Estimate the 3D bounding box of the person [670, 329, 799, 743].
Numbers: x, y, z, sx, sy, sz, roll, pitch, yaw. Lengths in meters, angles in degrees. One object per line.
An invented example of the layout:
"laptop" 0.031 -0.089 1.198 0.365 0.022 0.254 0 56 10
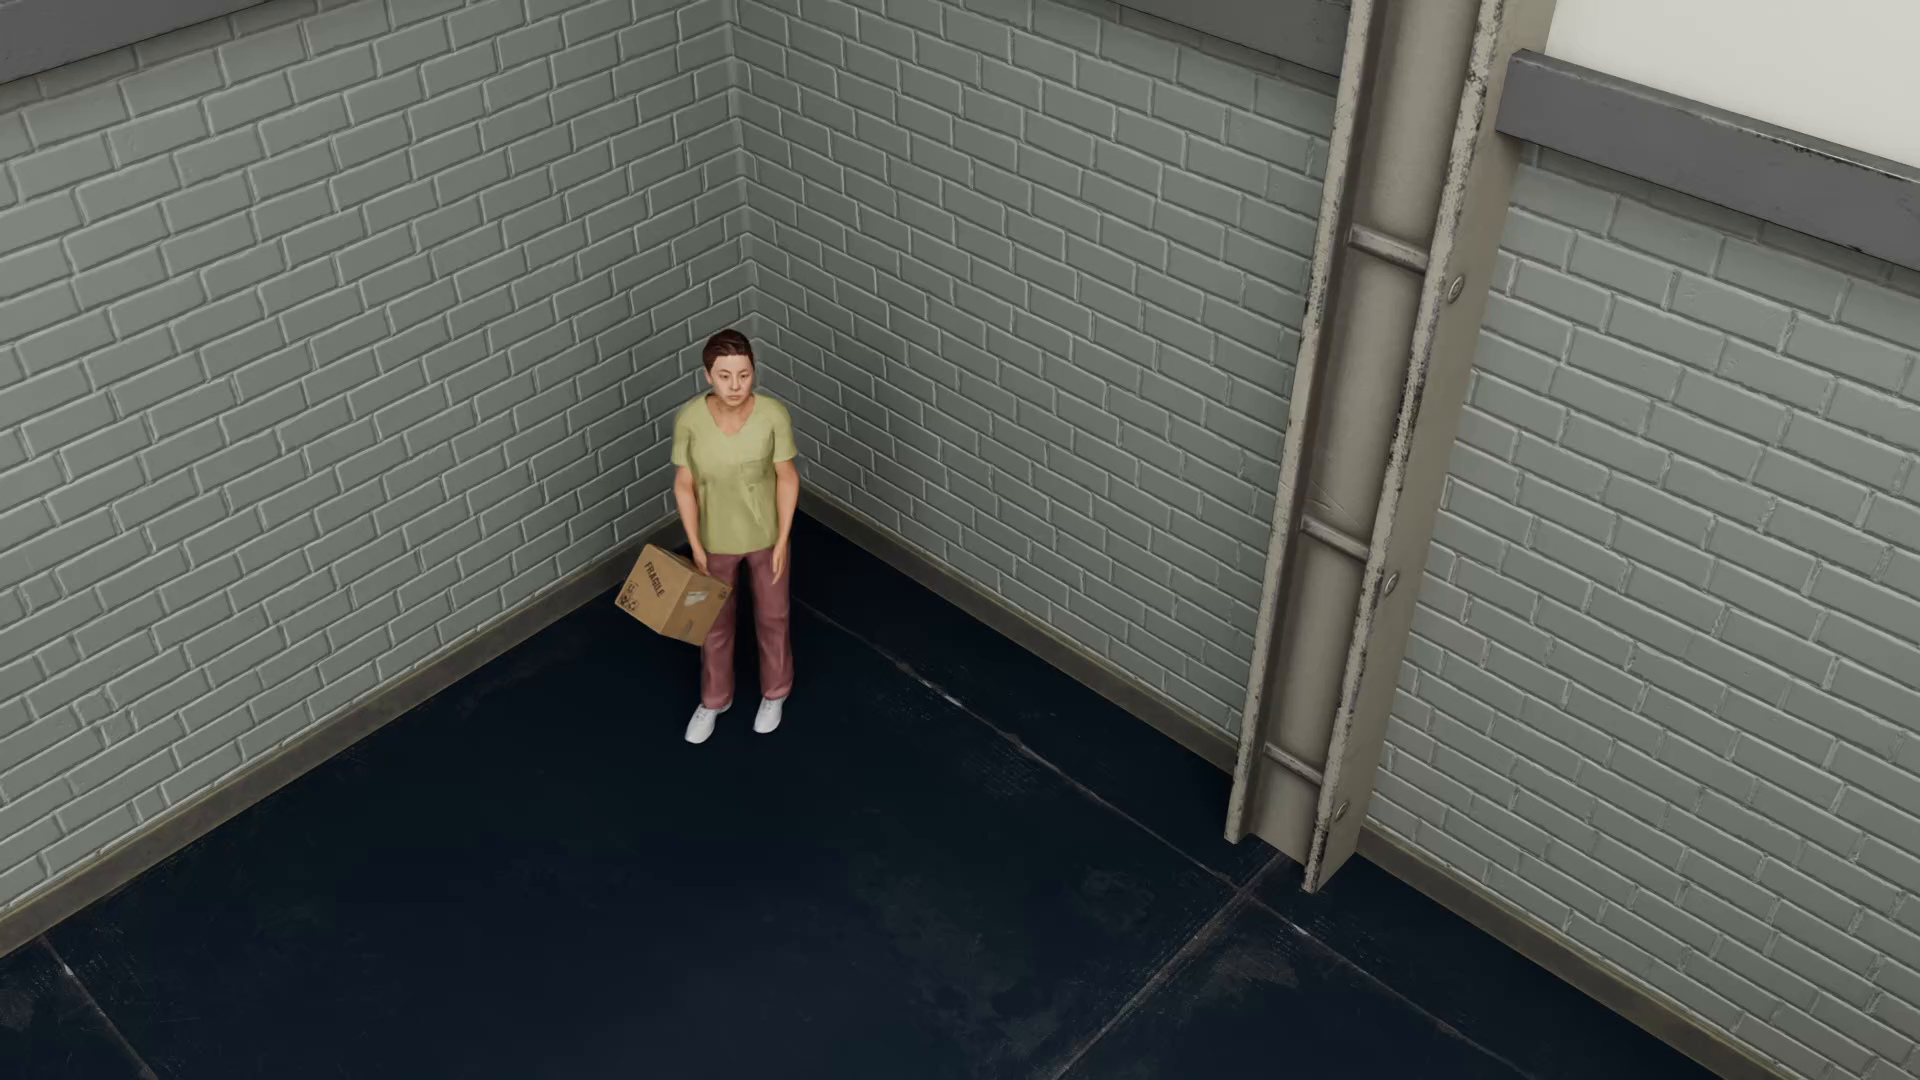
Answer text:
"person" -0.839 0.007 6.132 0.530 1.682 0.466 -5 40 -6
